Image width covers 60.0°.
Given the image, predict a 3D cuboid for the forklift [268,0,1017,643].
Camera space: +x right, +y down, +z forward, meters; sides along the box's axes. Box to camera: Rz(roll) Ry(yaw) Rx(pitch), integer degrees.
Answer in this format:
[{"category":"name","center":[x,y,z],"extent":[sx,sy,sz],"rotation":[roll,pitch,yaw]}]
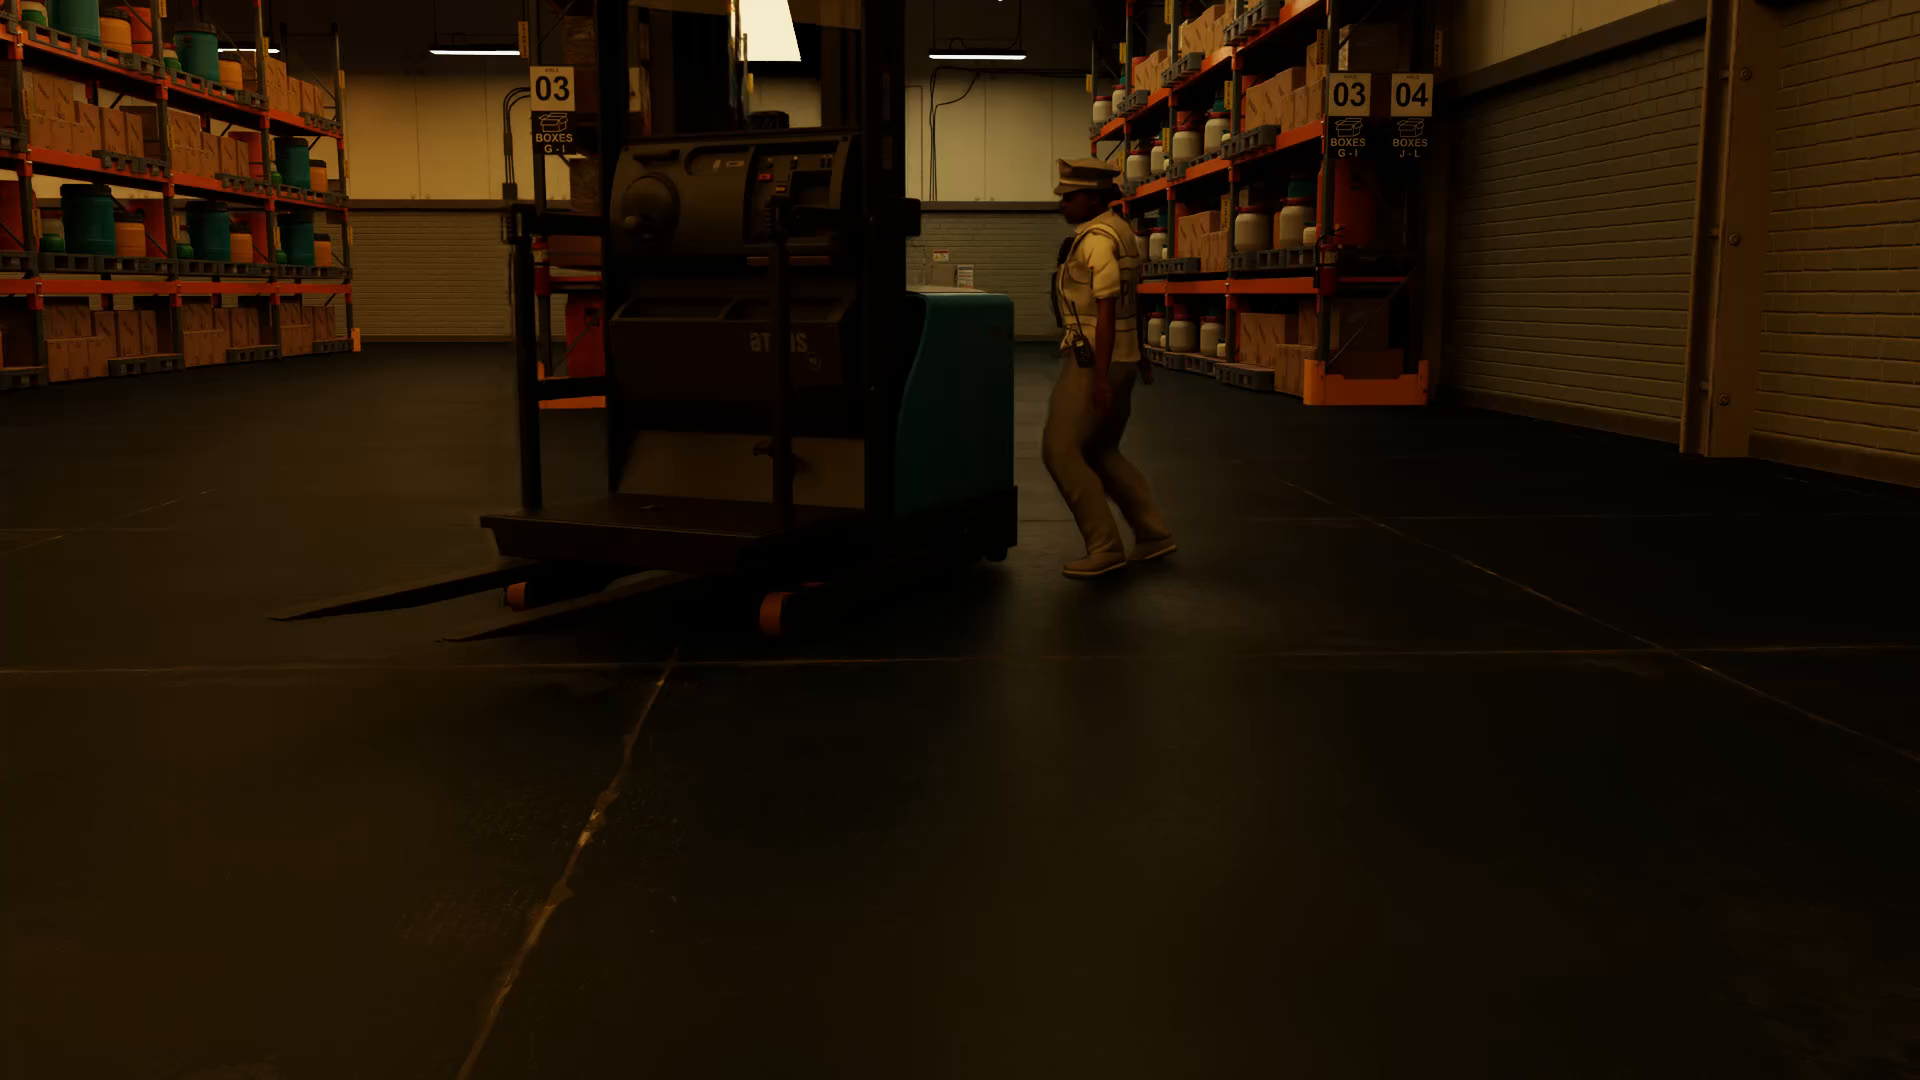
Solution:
[{"category":"forklift","center":[-0.874,-1.203,5.432],"extent":[1.130,2.935,3.031],"rotation":[4,9,26]}]

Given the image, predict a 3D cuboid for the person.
[{"category":"person","center":[0.607,-0.671,6.583],"extent":[0.438,1.640,0.817],"rotation":[3,9,18]}]
